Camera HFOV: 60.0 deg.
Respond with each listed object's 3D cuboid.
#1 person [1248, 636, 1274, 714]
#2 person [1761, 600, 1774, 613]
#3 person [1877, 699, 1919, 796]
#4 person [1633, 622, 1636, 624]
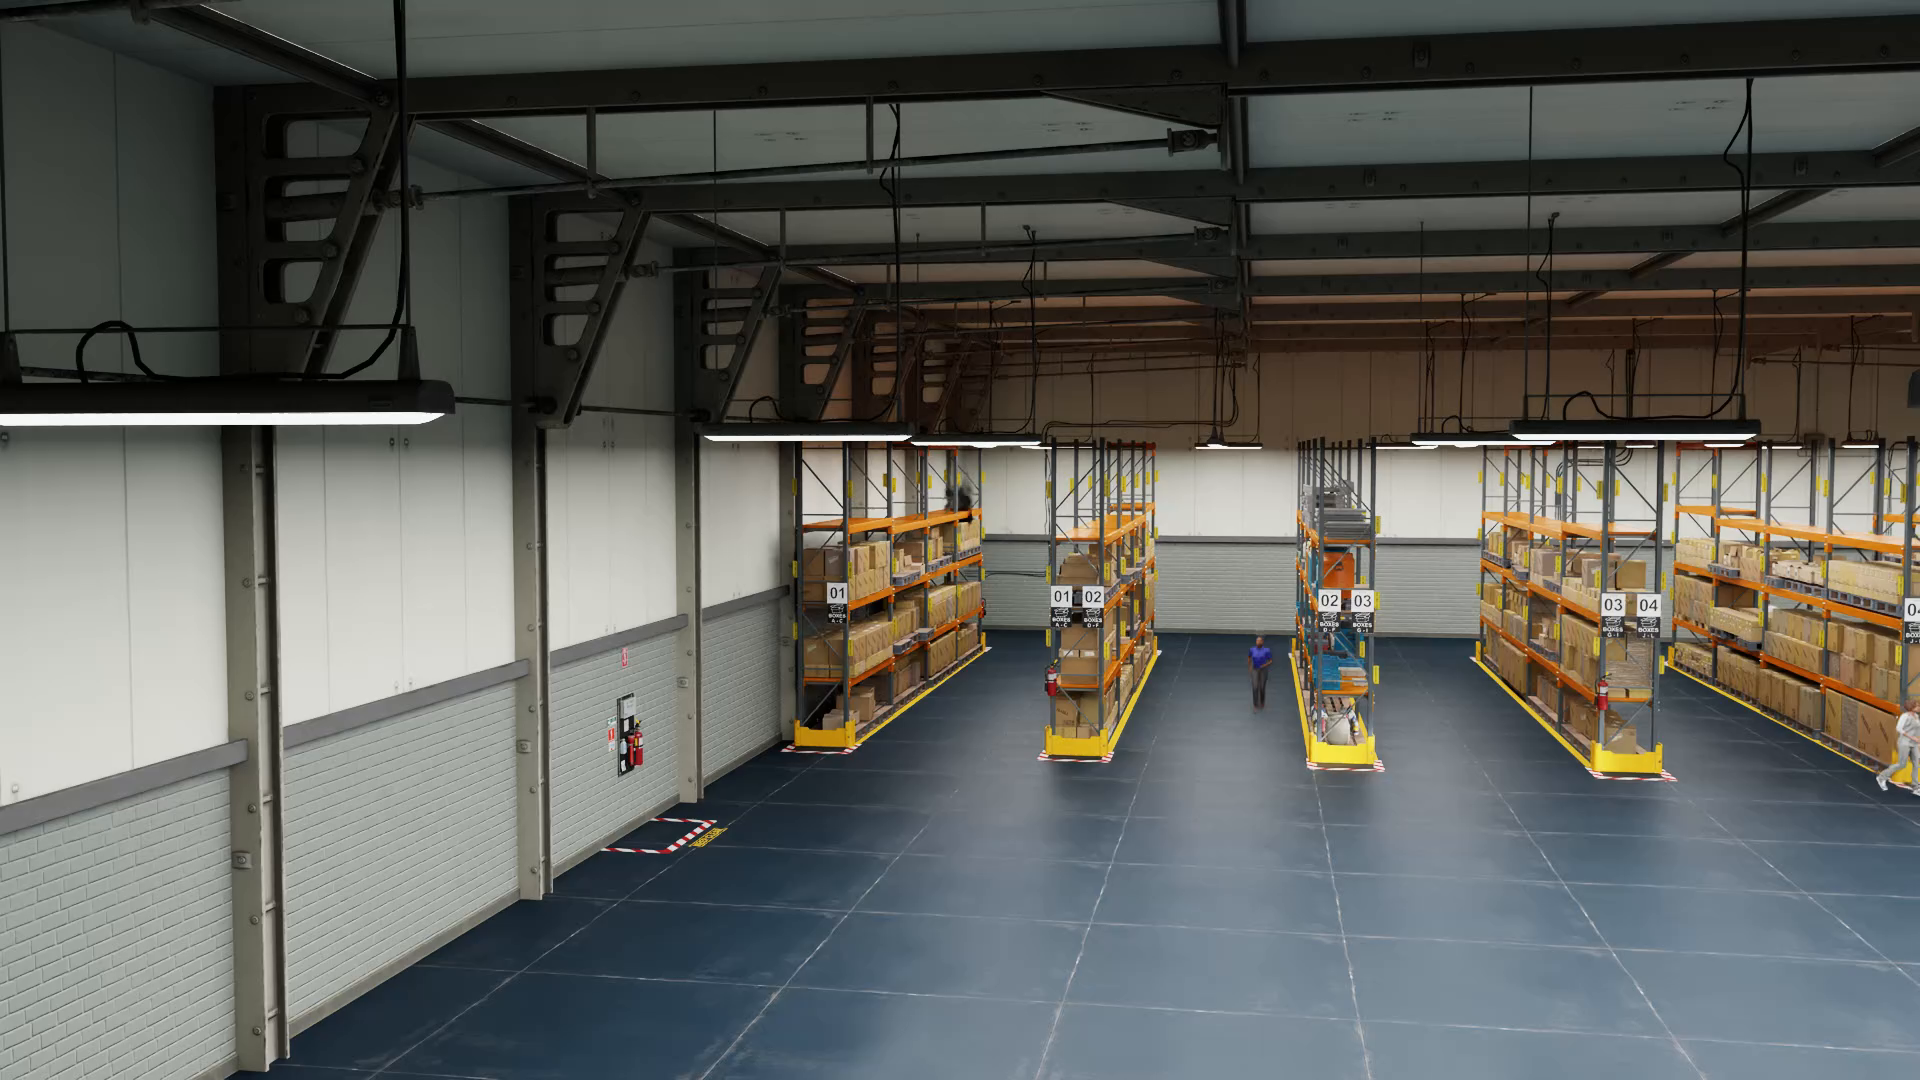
[{"bbox_3d":[6.625,2.953,36.693,0.579,1.672,0.882,1,3,13],"label":"person"},{"bbox_3d":[22.030,2.434,45.484,0.960,1.805,0.727,1,3,16],"label":"person"},{"bbox_3d":[15.861,3.441,27.820,0.613,1.575,0.830,-2,4,-35],"label":"person"},{"bbox_3d":[17.878,2.495,45.136,0.936,1.612,0.613,-1,3,-22],"label":"person"}]
